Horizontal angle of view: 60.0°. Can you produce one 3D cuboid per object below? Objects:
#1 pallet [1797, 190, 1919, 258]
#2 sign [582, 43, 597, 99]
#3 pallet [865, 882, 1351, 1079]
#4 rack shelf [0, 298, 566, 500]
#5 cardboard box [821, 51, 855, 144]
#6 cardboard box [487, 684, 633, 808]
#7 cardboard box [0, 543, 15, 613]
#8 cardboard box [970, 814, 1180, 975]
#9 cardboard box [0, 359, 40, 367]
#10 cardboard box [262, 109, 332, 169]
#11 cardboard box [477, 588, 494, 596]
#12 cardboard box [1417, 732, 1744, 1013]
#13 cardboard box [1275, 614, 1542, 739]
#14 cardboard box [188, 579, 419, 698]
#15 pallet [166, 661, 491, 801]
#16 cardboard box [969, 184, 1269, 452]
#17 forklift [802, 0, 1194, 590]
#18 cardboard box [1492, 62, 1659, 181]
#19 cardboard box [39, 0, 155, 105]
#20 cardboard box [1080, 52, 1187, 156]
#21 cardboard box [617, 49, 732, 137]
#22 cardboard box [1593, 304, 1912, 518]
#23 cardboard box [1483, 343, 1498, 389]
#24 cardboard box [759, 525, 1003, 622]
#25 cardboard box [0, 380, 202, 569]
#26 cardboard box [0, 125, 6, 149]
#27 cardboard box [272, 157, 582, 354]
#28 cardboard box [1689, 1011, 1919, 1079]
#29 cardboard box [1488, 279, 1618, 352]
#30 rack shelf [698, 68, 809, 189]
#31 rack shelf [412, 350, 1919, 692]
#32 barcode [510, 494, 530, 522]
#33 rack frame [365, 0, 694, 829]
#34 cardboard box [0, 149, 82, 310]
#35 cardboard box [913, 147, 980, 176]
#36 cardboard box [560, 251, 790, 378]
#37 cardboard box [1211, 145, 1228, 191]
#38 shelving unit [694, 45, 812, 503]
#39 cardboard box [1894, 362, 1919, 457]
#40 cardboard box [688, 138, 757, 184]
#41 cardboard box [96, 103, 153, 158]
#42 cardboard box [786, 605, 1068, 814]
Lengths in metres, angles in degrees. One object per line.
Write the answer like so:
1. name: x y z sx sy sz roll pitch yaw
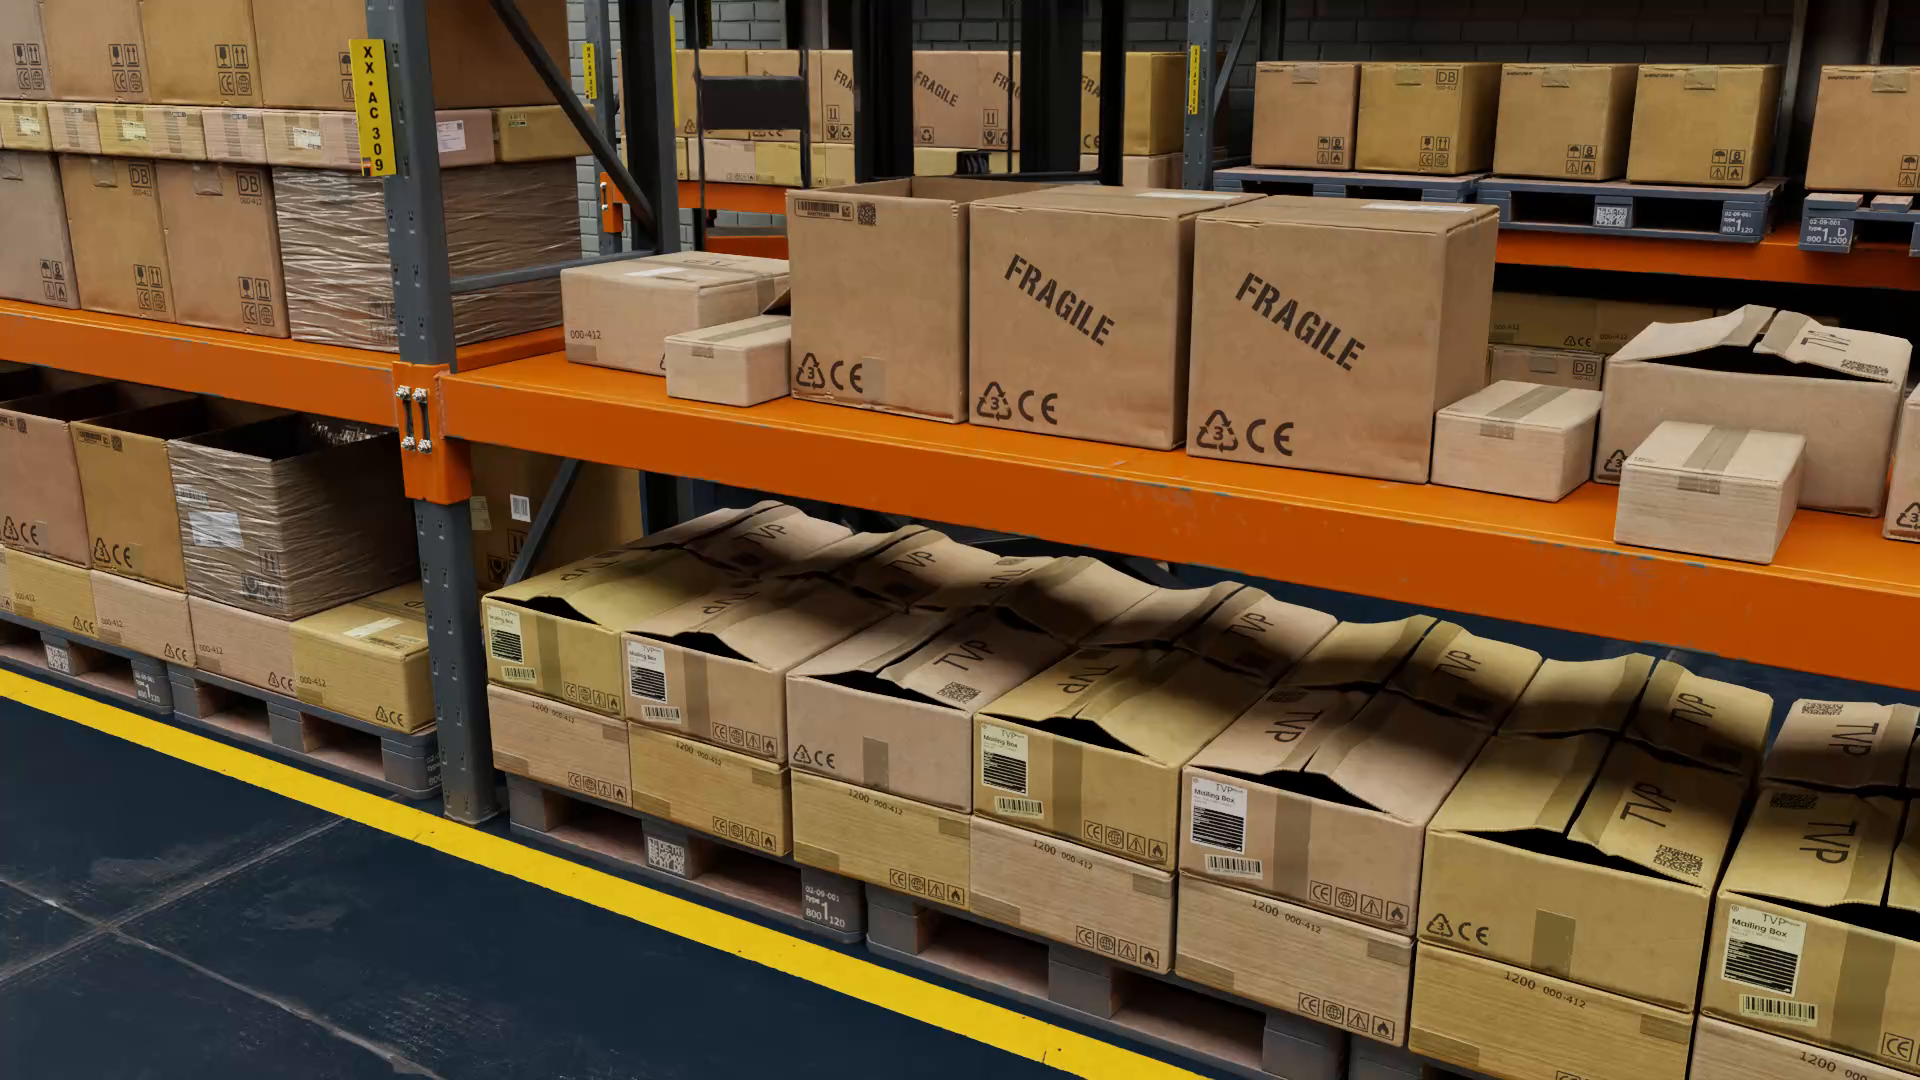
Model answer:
1. pallet: 4.174 -1.361 7.032 1.003 0.211 1.213 10 20 30
2. sign: -2.263 -2.868 10.172 0.005 0.325 0.100 10 20 30
3. pallet: 0.532 0.870 4.155 1.213 0.211 1.003 10 20 30
4. rack shelf: -2.865 -0.712 5.803 4.000 0.370 1.077 10 20 30
5. cardboard box: -0.431 -2.504 9.398 0.500 0.500 0.500 11 20 32
6. cardboard box: -0.946 0.485 4.631 0.500 0.250 0.500 10 19 29
7. cardboard box: -3.375 0.042 6.090 0.500 0.250 0.500 10 20 30
8. cardboard box: 0.364 0.719 3.861 0.500 0.250 0.500 11 20 31
9. cardboard box: -3.956 -0.597 6.903 0.500 0.500 0.500 10 20 30
10. cardboard box: -1.714 -1.137 4.675 0.250 0.149 0.380 10 19 29
11. cardboard box: -1.397 0.217 5.515 0.500 0.250 0.500 10 20 30
12. cardboard box: 1.227 0.607 3.267 0.500 0.311 0.500 10 19 29
13. cardboard box: 1.070 0.394 3.966 0.500 0.311 0.500 10 19 29
14. cardboard box: -2.091 0.268 5.348 0.500 0.250 0.500 10 20 30
15. pallet: -1.816 0.451 5.534 1.213 0.211 1.003 10 20 30
16. cardboard box: 0.361 -0.523 3.769 0.500 0.500 0.500 10 20 30
17. forklift: 0.210 -1.212 6.330 1.130 2.935 3.031 -6 18 -19
18. cardboard box: 2.895 -1.973 7.786 0.500 0.500 0.700 13 21 38
19. cardboard box: -2.399 -1.640 5.214 0.500 0.500 0.700 10 20 30
20. cardboard box: 0.864 -2.272 8.632 0.500 0.500 0.500 10 20 30
21. cardboard box: -1.730 -2.738 10.166 0.500 0.500 0.500 10 20 30
22. cardboard box: 1.587 -0.285 3.312 0.500 0.311 0.500 10 19 29
23. cardboard box: 2.531 -0.820 8.464 0.500 0.500 0.700 10 19 29
24. cardboard box: -0.219 0.162 4.729 0.500 0.311 0.500 11 20 32
25. cardboard box: -2.952 -0.239 5.726 0.500 0.500 0.500 10 20 30
26. cardboard box: -3.038 -1.372 5.448 0.250 0.149 0.380 10 20 31
27. cardboard box: -1.542 -0.866 4.899 0.500 0.500 0.700 10 19 29
28. cardboard box: 1.672 0.951 3.097 0.500 0.250 0.500 11 20 31
29. cardboard box: 2.887 -1.101 8.097 0.500 0.250 0.500 9 19 28
30. rack shelf: -0.958 -1.906 7.678 0.480 0.518 0.431 -3 17 -9
31. rack shelf: 0.544 -0.104 3.800 4.000 0.370 1.077 10 20 30
32. barcode: -1.161 -0.084 4.389 0.075 0.075 0.001 10 20 30
33. rack frame: -1.160 -0.752 4.696 0.127 3.000 1.000 10 20 30
34. cardboard box: -2.857 -1.099 5.668 0.500 0.500 0.700 11 20 32
35. cardboard box: 0.010 -2.065 9.242 0.500 0.250 0.500 10 20 30
36. cardboard box: -0.718 -0.616 4.507 0.500 0.250 0.500 12 20 33
37. cardboard box: 1.141 -2.042 9.166 0.500 0.250 0.500 10 20 31
38. shelving unit: -0.960 -1.250 7.878 0.503 2.100 0.431 -3 17 -9
39. cardboard box: 4.197 -0.482 7.352 0.500 0.500 0.700 10 20 31
40. cardboard box: -1.280 -2.298 10.008 0.500 0.250 0.500 9 19 28
41. cardboard box: -2.370 -1.254 5.060 0.250 0.149 0.380 10 20 30
42. cardboard box: -0.073 0.375 4.030 0.500 0.311 0.500 9 19 28
